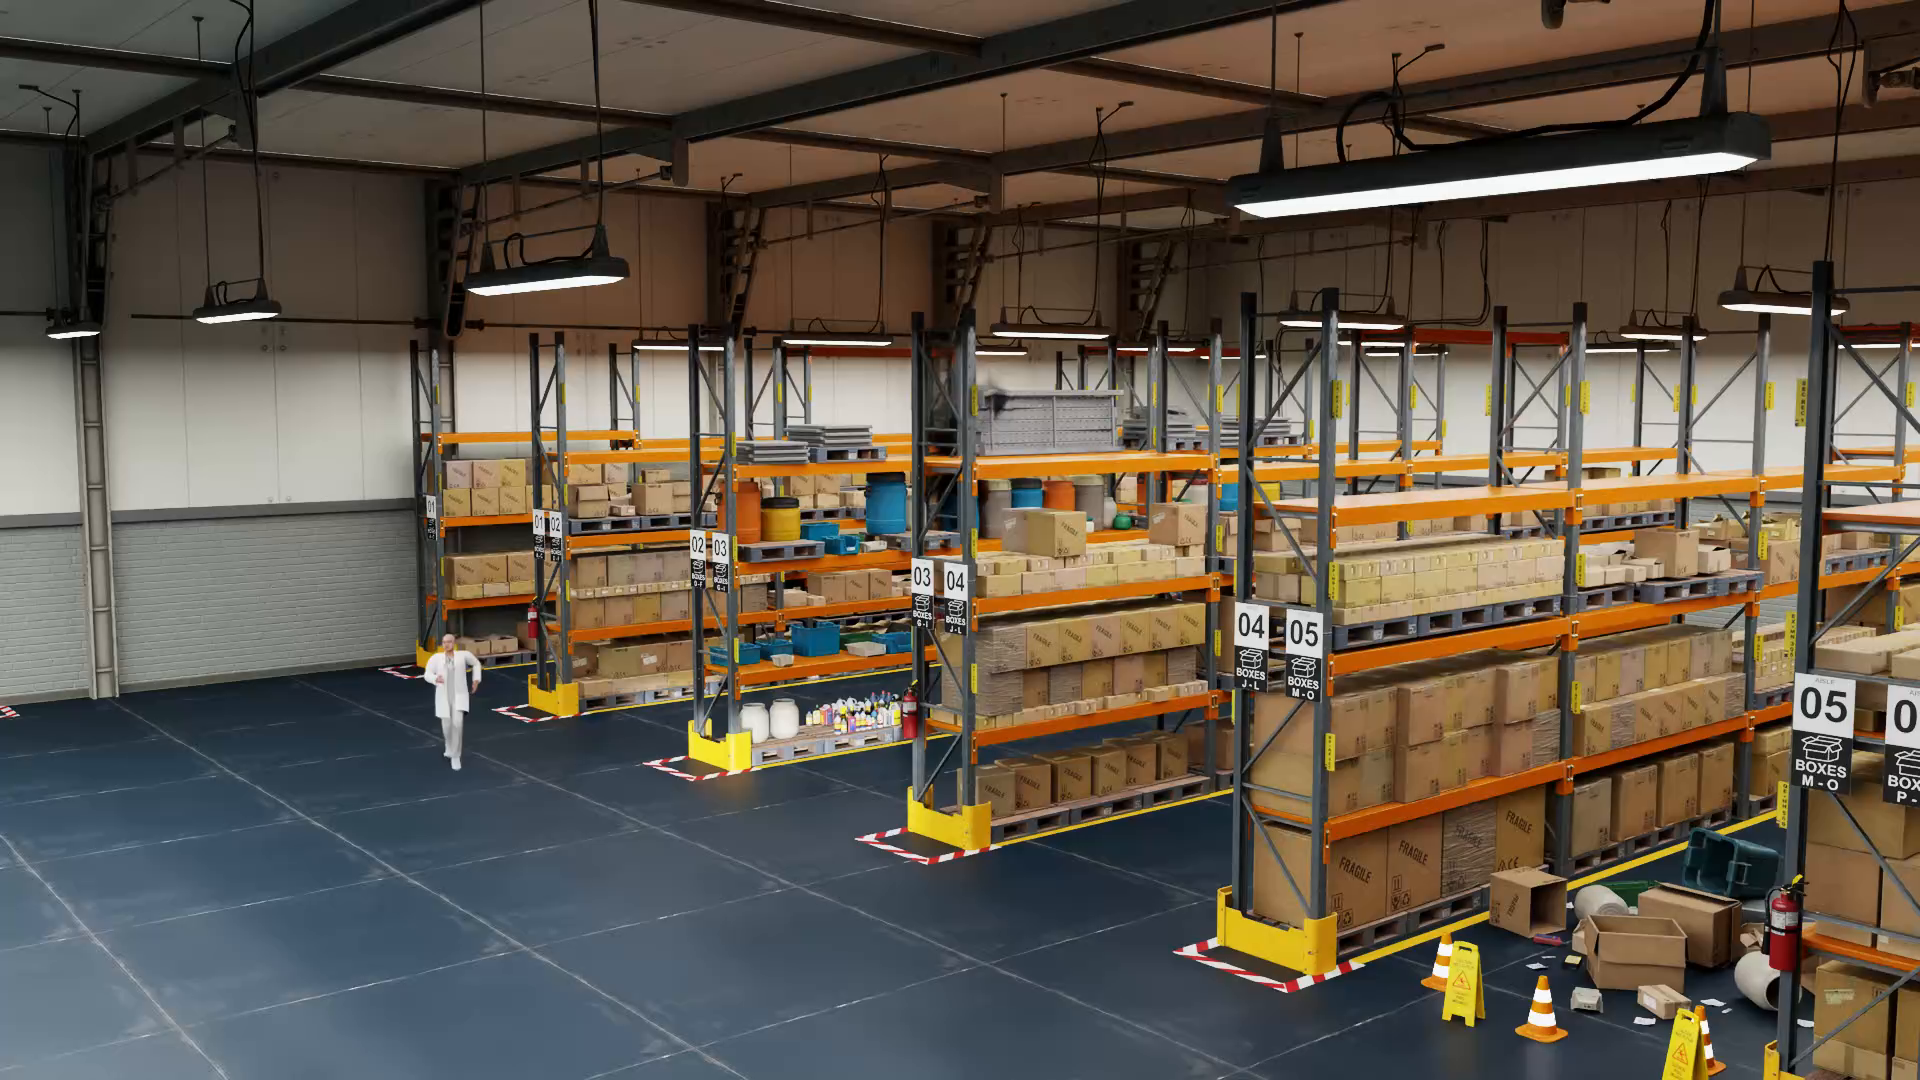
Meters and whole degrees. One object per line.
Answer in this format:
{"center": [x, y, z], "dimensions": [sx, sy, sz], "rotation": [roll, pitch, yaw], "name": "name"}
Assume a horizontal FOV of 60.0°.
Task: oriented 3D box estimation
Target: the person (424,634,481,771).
{"center": [-6.938, 2.188, 22.745], "dimensions": [0.725, 1.815, 0.963], "rotation": [-1, 5, -8], "name": "person"}
